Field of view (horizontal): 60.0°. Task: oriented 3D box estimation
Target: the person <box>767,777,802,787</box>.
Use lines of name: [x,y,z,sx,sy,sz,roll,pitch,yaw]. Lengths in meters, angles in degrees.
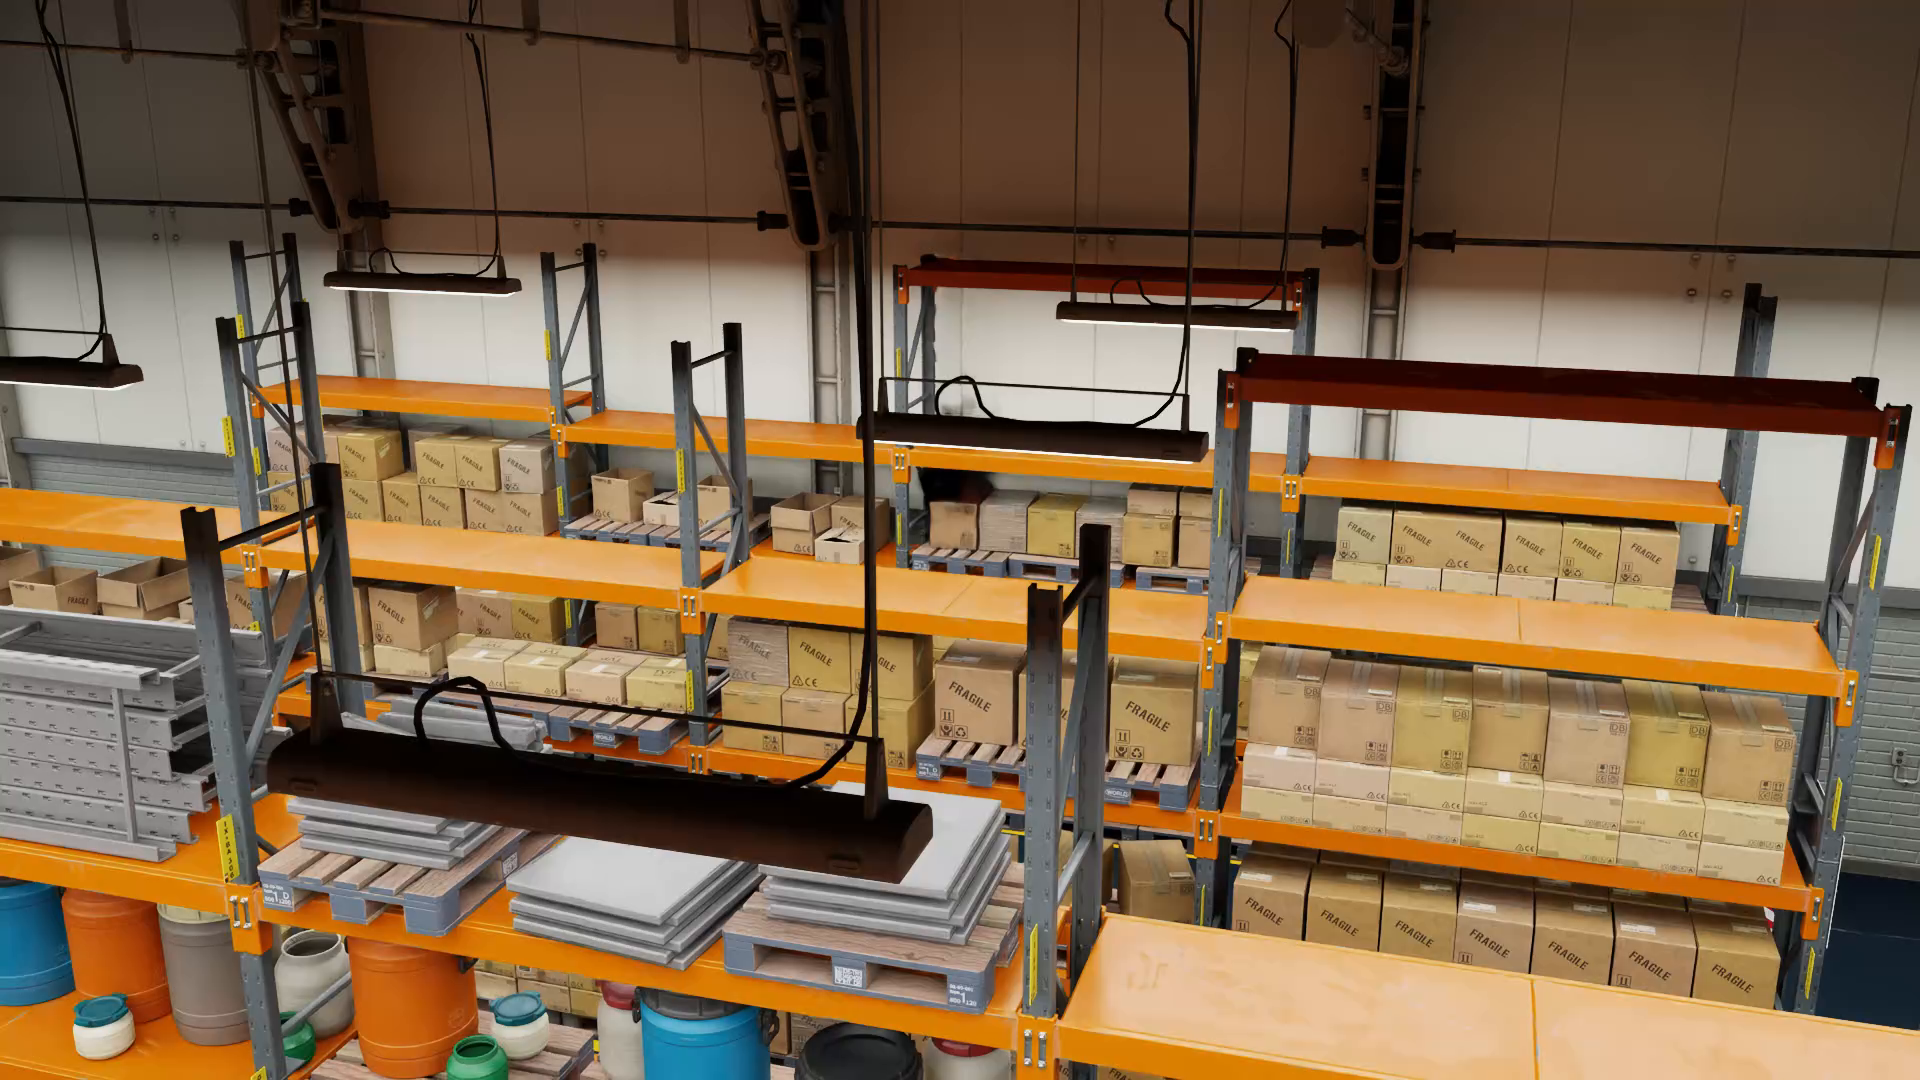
person: [-1.574,2.887,15.608,0.949,1.777,0.686,4,17,15]
